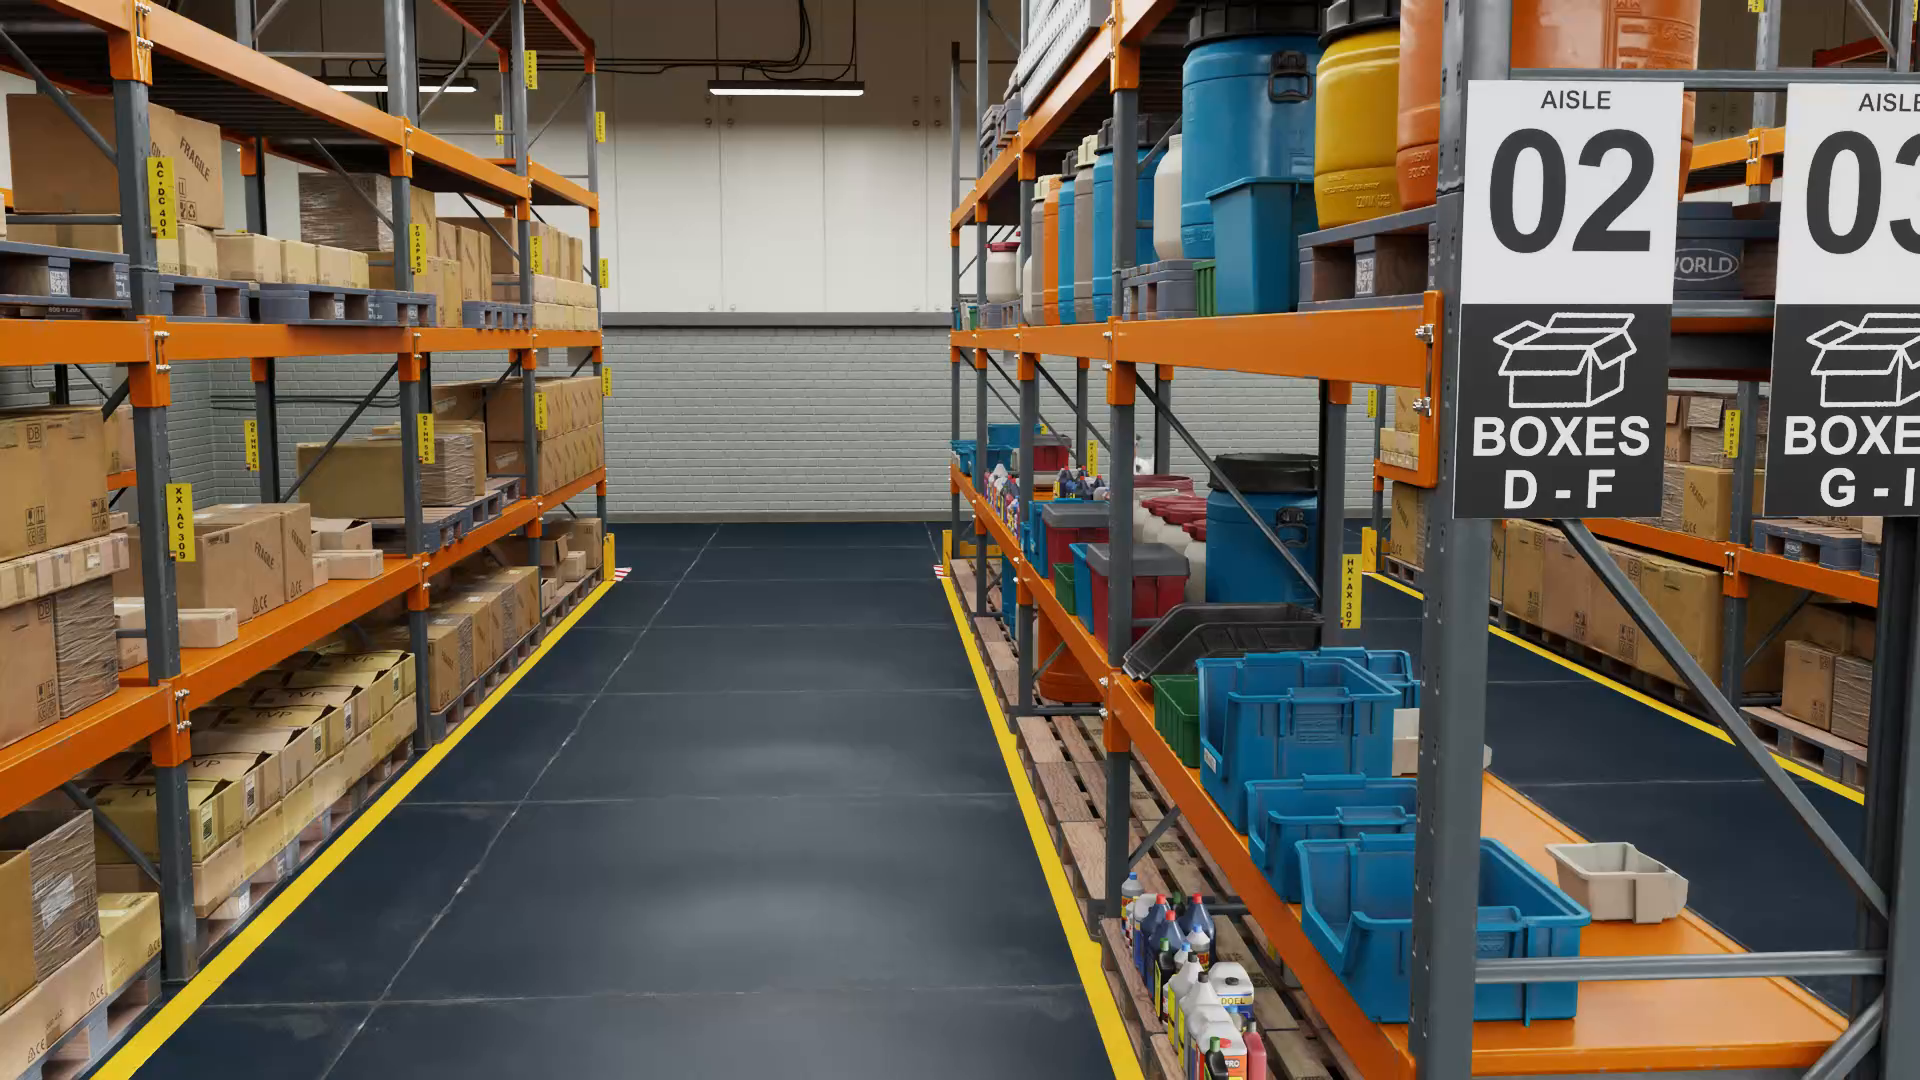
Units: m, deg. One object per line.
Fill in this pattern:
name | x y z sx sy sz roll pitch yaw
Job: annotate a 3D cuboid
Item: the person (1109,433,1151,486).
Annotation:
person | 1.836 -0.326 18.099 0.514 1.690 0.423 2 7 15
